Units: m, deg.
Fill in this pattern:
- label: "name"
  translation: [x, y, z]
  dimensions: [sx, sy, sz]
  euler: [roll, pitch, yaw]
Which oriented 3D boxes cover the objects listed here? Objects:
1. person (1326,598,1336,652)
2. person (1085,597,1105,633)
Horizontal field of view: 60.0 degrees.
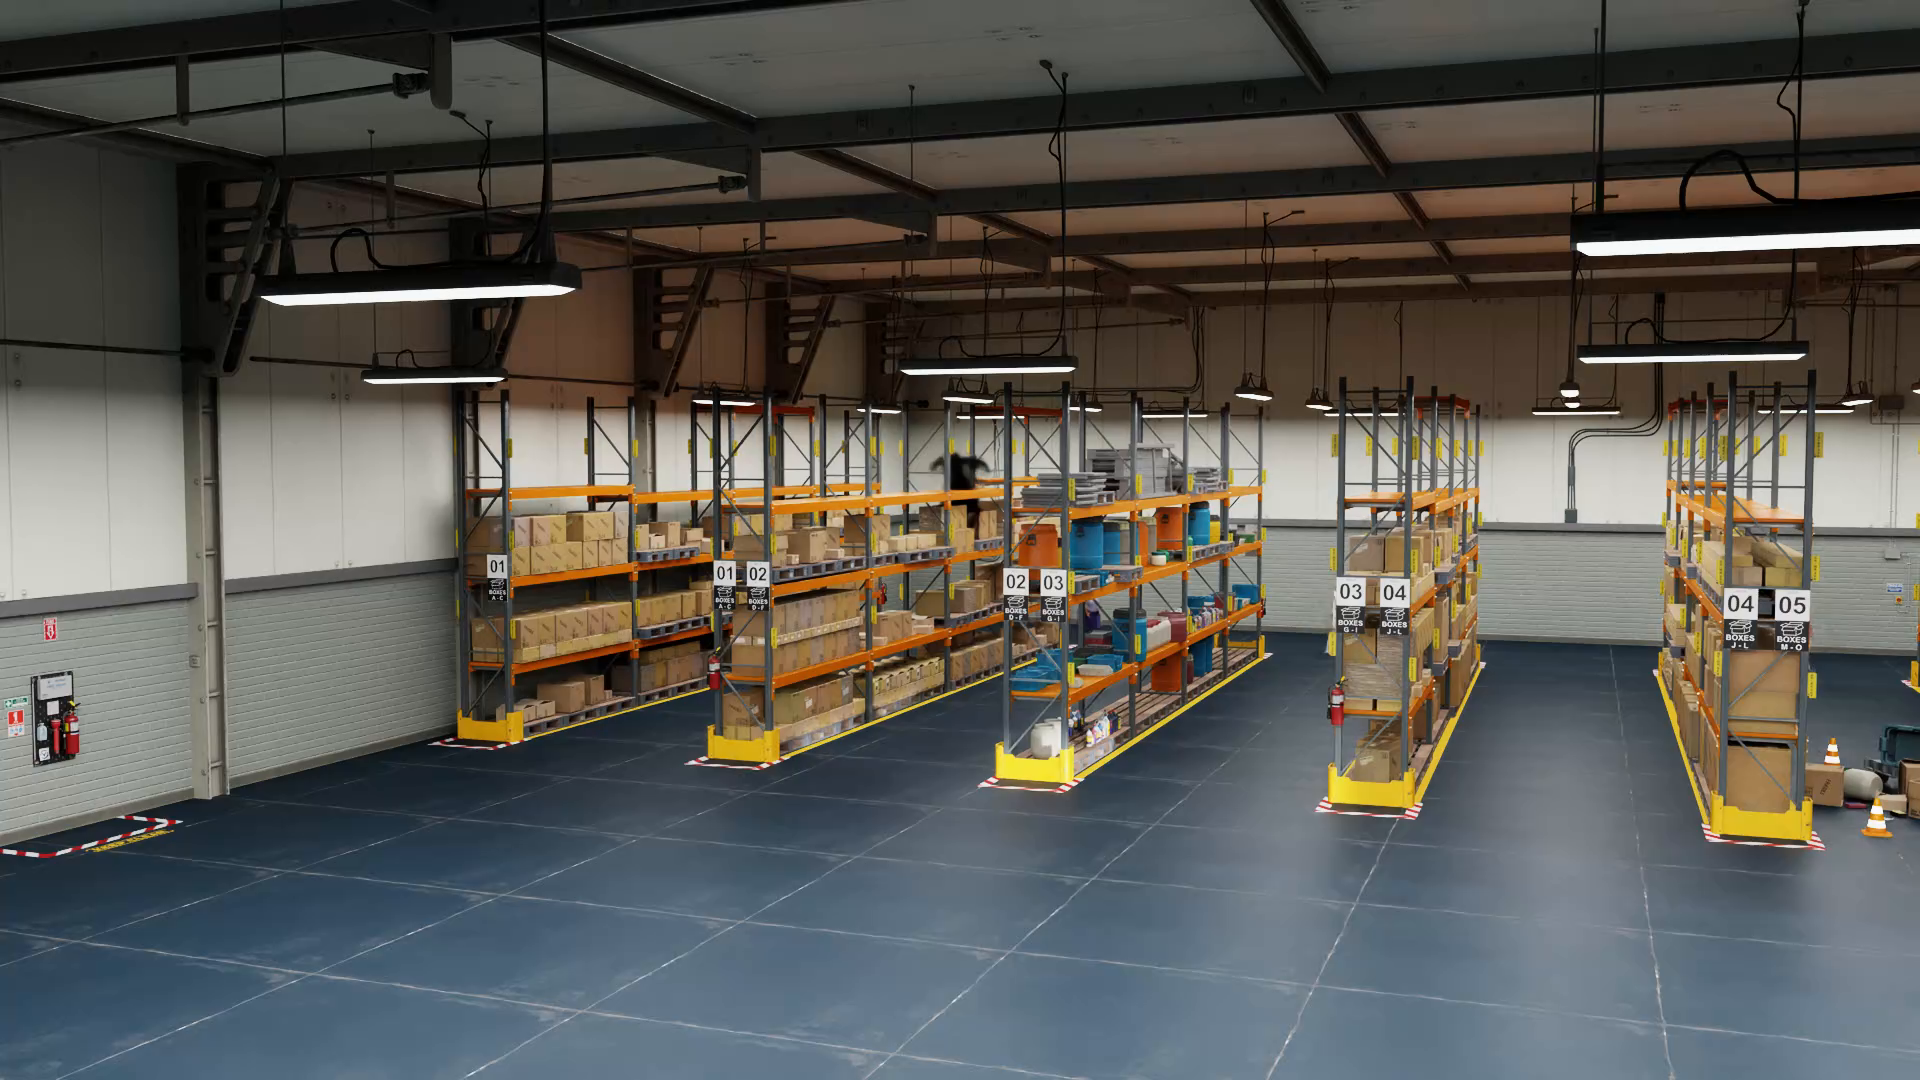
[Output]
- label: "person"
  translation: [9.293, 1.904, 40.360]
  dimensions: [0.794, 1.773, 0.594]
  euler: [1, 3, 11]
- label: "person"
  translation: [3.344, 1.905, 41.996]
  dimensions: [0.599, 1.597, 0.629]
  euler: [-2, 4, -30]
